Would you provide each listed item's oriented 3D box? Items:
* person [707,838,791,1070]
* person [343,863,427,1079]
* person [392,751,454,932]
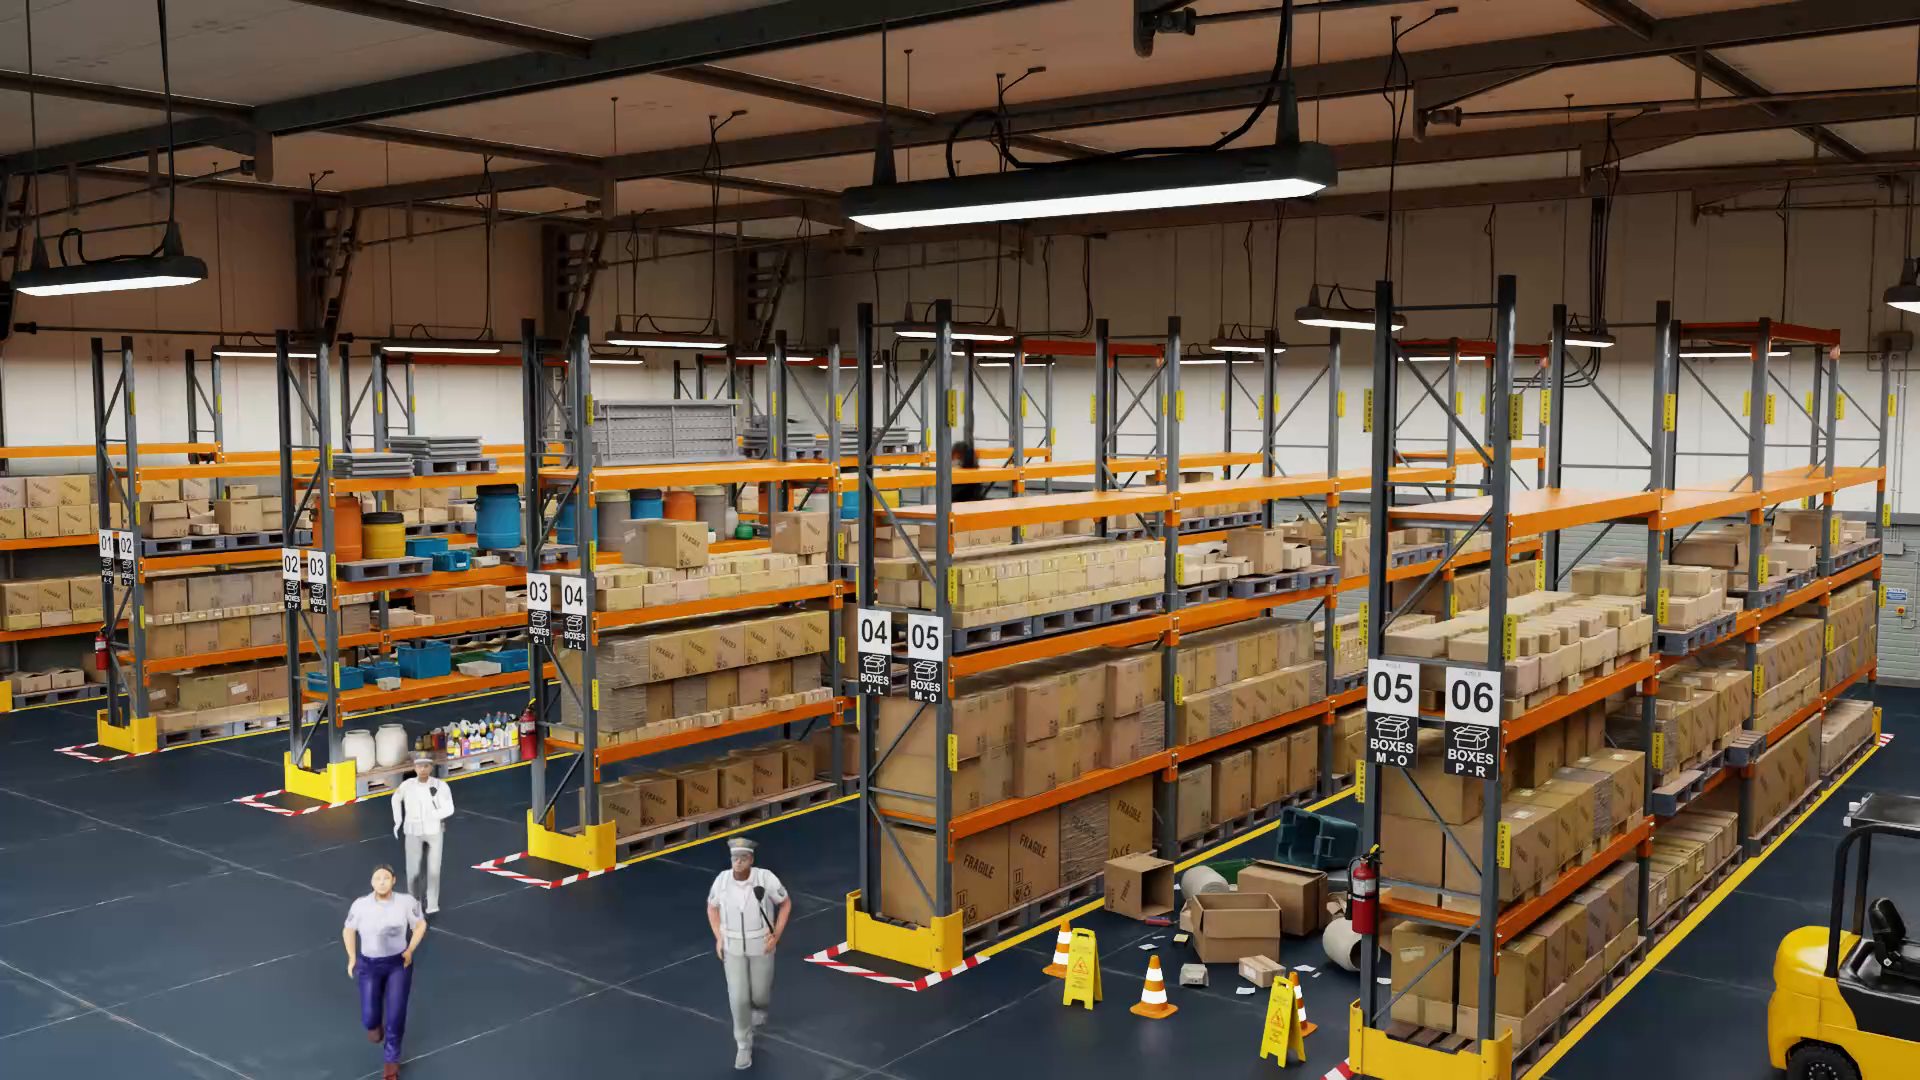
[{"bbox_3d":[-1.650,3.164,13.049,0.663,1.781,0.729,0,5,0],"label":"person"},{"bbox_3d":[-4.410,3.271,12.776,0.613,1.600,0.586,-2,5,-17],"label":"person"},{"bbox_3d":[-5.232,2.915,16.223,0.580,1.749,0.711,-2,5,-18],"label":"person"}]
